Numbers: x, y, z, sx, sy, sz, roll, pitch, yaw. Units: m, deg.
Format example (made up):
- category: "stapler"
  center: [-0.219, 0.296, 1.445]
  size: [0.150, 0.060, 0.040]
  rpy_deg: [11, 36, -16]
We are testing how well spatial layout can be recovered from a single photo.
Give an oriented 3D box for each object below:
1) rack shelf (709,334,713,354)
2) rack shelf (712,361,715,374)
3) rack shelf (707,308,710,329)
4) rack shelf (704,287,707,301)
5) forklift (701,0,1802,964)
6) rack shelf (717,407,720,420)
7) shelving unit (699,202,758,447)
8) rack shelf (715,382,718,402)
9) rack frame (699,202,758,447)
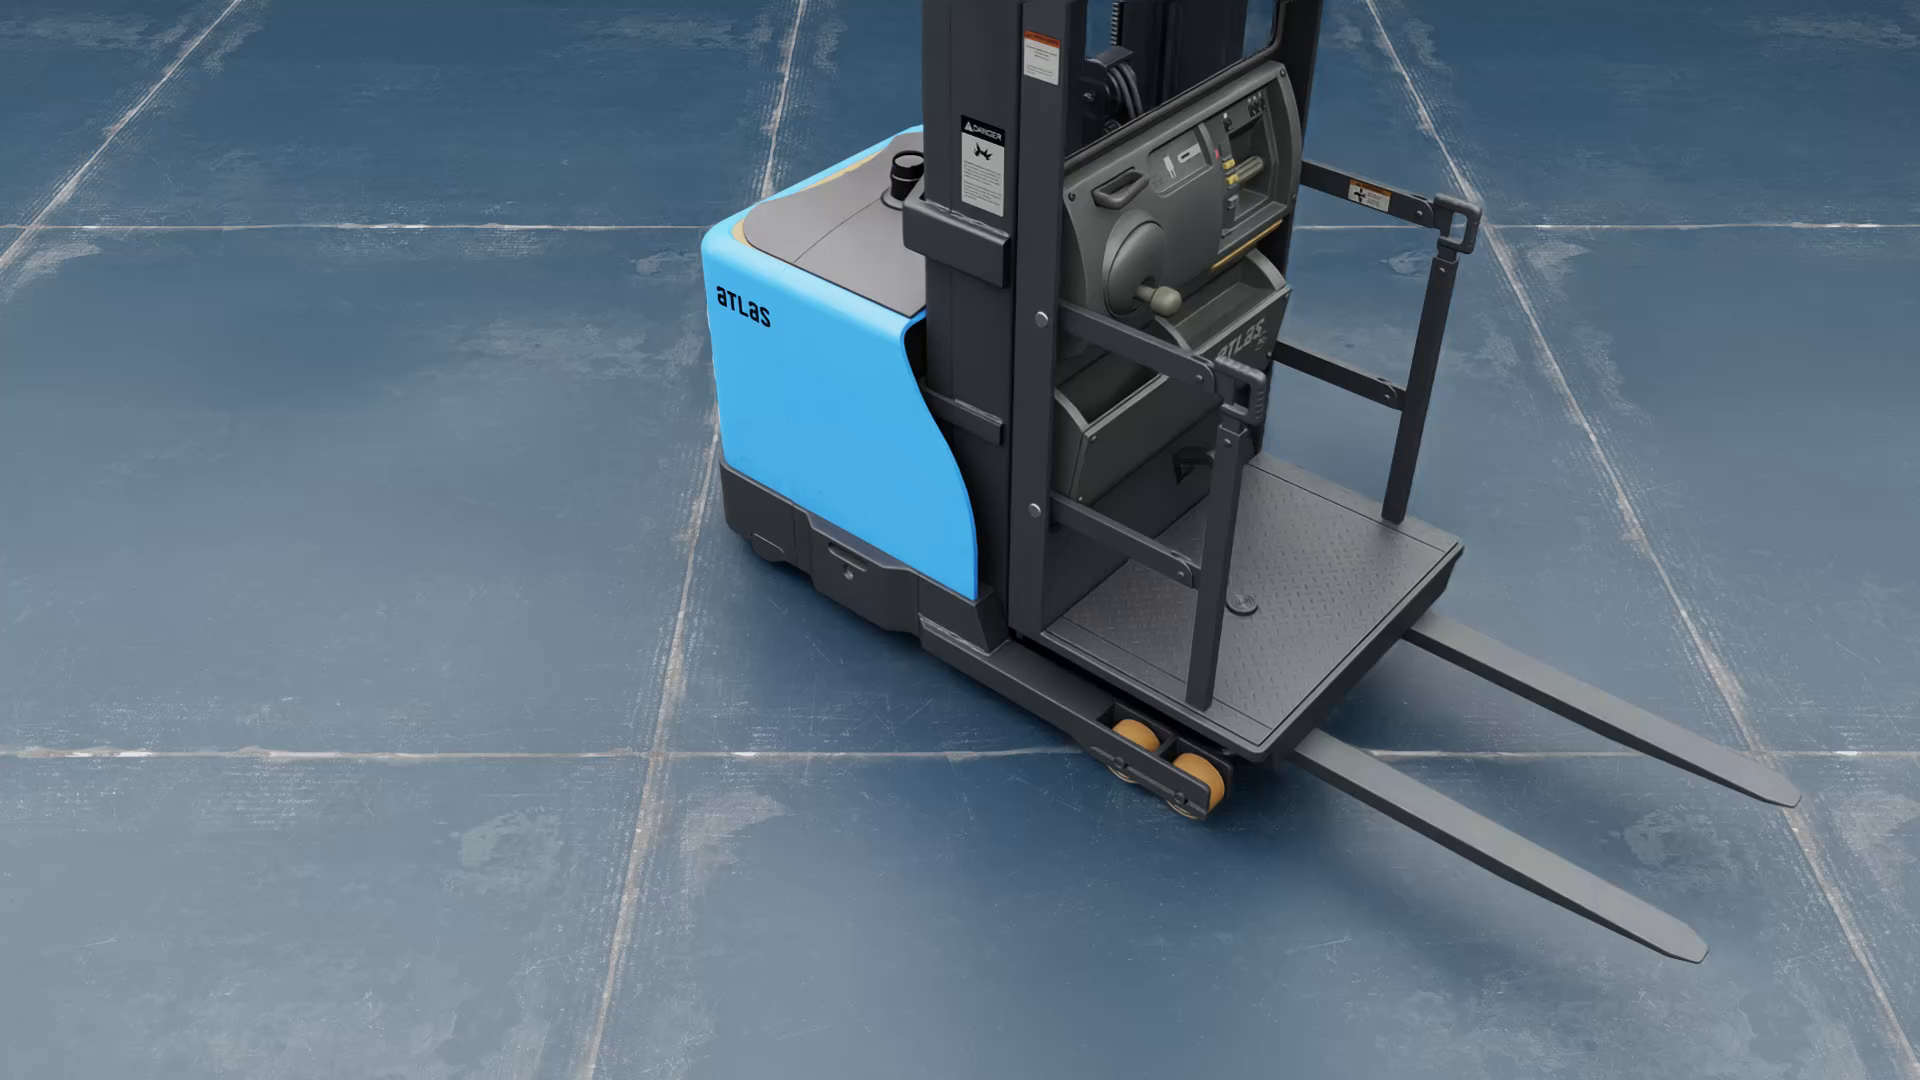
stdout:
- category: "rack shelf"
  center: [-0.623, -0.632, 5.229]
  size: [0.200, 0.077, 0.258]
  rpy_deg: [28, 46, 30]
- category: "rack shelf"
  center: [-0.623, -0.562, 5.285]
  size: [0.200, 0.077, 0.258]
  rpy_deg: [28, 46, 30]
- category: "rack shelf"
  center: [-0.623, -0.703, 5.173]
  size: [0.200, 0.077, 0.258]
  rpy_deg: [28, 46, 30]
- category: "rack shelf"
  center: [-0.623, -0.773, 5.116]
  size: [0.200, 0.077, 0.258]
  rpy_deg: [28, 46, 30]
- category: "forklift"
  center: [0.714, -0.795, 3.898]
  size: [3.031, 2.935, 1.130]
  rpy_deg: [28, 46, 30]
- category: "rack shelf"
  center: [-0.623, -0.422, 5.398]
  size: [0.200, 0.077, 0.258]
  rpy_deg: [28, 46, 30]
- category: "shelving unit"
  center: [-0.623, -0.588, 5.264]
  size: [0.210, 0.900, 0.258]
  rpy_deg: [28, 46, 30]
- category: "rack shelf"
  center: [-0.623, -0.492, 5.341]
  size: [0.200, 0.077, 0.258]
  rpy_deg: [28, 46, 30]
- category: "rack frame"
  center: [-0.701, -0.629, 5.316]
  size: [0.006, 0.900, 0.240]
  rpy_deg: [28, 46, 30]
